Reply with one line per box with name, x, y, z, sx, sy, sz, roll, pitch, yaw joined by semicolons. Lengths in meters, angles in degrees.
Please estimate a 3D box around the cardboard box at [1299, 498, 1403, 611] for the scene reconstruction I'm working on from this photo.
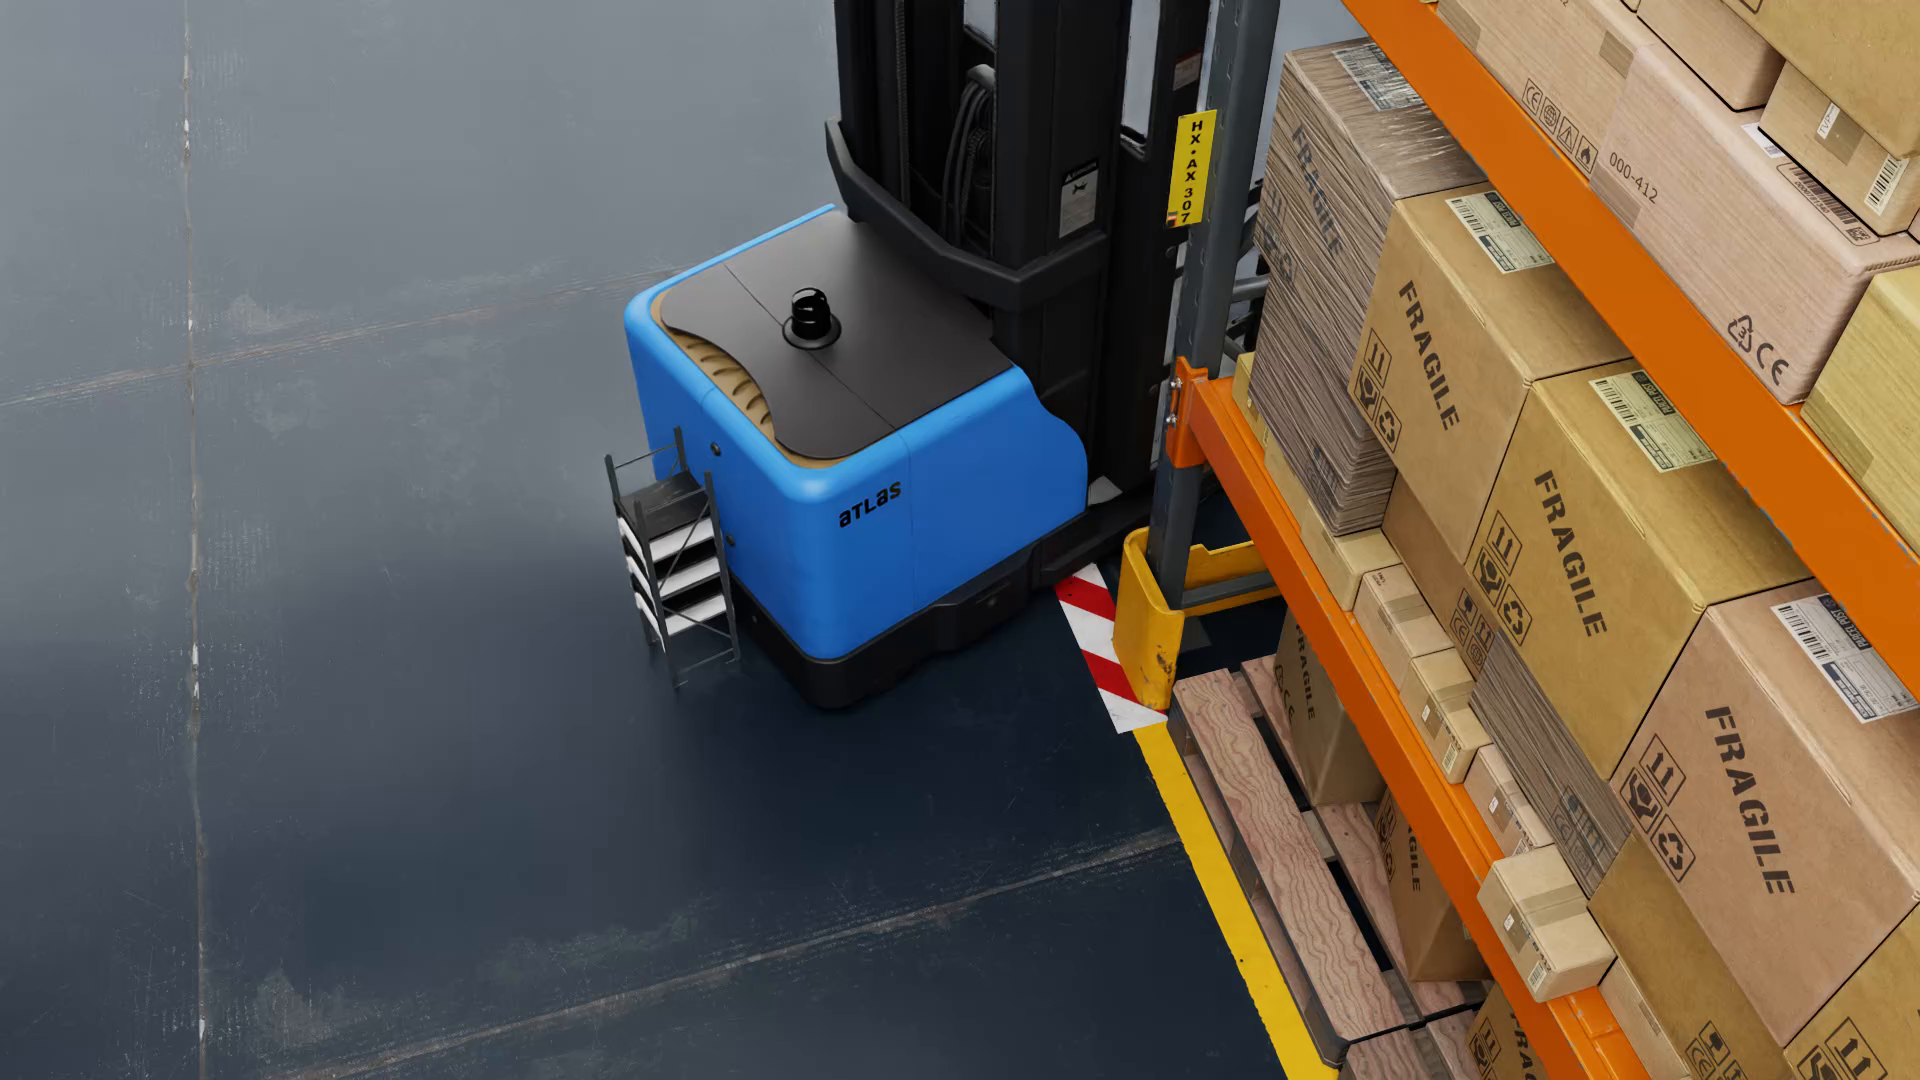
cardboard box;1.043;-0.009;3.960;0.380;0.149;0.250;-13;51;-11

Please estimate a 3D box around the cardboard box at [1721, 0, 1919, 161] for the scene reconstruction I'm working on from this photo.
cardboard box;1.252;-0.836;1.944;0.500;0.500;0.500;-14;51;-11

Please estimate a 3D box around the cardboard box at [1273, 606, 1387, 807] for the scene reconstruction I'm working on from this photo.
cardboard box;1.240;0.405;4.807;0.500;0.500;0.500;-5;50;-4

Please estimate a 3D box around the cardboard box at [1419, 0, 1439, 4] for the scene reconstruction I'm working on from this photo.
cardboard box;0.967;-1.233;2.964;0.500;0.250;0.500;-12;51;-10

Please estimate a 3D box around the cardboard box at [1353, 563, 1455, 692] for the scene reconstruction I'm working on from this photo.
cardboard box;1.136;0.169;3.810;0.380;0.149;0.250;-13;51;-11

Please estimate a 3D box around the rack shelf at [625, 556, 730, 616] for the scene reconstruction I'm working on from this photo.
rack shelf;-0.869;0.094;5.124;0.258;0.077;0.200;-25;54;-20

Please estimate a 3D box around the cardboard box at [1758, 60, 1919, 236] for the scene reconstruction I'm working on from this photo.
cardboard box;1.284;-0.561;2.136;0.380;0.149;0.250;-15;52;-13

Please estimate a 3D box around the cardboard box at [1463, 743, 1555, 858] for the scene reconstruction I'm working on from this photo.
cardboard box;1.304;0.530;3.506;0.380;0.149;0.250;-13;51;-11

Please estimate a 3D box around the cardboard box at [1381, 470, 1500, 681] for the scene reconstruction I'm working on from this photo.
cardboard box;1.470;-0.107;3.618;0.875;0.500;0.500;-13;51;-11

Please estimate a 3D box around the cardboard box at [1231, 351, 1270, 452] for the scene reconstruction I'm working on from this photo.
cardboard box;0.928;-0.382;4.274;0.380;0.149;0.250;-13;51;-11

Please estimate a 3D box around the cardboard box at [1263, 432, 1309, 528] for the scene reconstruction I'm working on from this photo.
cardboard box;0.983;-0.195;4.117;0.380;0.149;0.250;-13;51;-11

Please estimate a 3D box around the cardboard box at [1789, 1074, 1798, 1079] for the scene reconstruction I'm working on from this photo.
cardboard box;1.822;1.010;2.676;0.875;0.500;0.500;-13;51;-11

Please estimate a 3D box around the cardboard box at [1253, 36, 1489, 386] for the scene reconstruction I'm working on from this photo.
cardboard box;0.973;-0.712;3.474;0.500;0.500;0.500;-13;51;-11

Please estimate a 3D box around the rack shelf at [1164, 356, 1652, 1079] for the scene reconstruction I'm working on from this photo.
rack shelf;1.662;0.968;3.443;1.077;0.370;4.000;-13;51;-11

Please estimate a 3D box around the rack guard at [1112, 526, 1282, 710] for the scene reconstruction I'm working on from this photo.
rack guard;1.093;0.136;5.308;1.175;0.500;0.348;-13;51;-11

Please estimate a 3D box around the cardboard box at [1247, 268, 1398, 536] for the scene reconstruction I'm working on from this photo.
cardboard box;1.207;-0.445;3.903;0.875;0.500;0.500;-13;51;-11

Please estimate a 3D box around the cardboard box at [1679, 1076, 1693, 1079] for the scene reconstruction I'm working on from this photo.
cardboard box;1.480;1.088;3.035;0.380;0.149;0.250;-13;51;-11

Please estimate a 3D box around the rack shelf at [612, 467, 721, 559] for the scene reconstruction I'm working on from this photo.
rack shelf;-0.868;-0.081;4.919;0.258;0.077;0.200;-25;54;-20

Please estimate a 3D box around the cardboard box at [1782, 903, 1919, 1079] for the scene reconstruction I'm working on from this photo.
cardboard box;1.562;0.749;2.242;0.500;0.500;0.500;-13;51;-11

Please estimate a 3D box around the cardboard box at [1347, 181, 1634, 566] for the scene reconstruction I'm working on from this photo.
cardboard box;1.114;-0.345;3.165;0.500;0.500;0.500;-13;51;-11

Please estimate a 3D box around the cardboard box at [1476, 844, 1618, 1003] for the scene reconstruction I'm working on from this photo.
cardboard box;1.278;0.736;3.332;0.380;0.149;0.250;-13;51;-11

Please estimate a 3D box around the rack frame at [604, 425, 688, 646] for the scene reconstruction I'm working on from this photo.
rack frame;-0.922;0.006;5.155;0.240;0.900;0.006;-25;54;-20

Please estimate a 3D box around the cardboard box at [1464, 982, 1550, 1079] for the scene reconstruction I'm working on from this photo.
cardboard box;1.616;1.296;4.056;0.500;0.500;0.500;-9;50;-8

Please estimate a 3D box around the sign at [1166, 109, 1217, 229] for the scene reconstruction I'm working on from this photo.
sign;0.553;-0.881;3.965;0.100;0.325;0.005;-13;51;-11

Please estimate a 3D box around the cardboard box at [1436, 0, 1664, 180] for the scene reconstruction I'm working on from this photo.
cardboard box;1.125;-0.858;2.647;0.500;0.250;0.500;-14;51;-12

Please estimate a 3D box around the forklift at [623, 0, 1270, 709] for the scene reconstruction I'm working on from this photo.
forklift;0.454;-1.362;4.981;3.031;2.935;1.130;-31;56;-23

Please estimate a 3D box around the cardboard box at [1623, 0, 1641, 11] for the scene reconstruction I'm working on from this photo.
cardboard box;1.121;-0.936;2.452;0.380;0.149;0.250;-11;51;-10

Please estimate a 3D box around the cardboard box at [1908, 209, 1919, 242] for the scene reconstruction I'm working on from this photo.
cardboard box;1.402;-0.389;1.992;0.380;0.149;0.250;-14;51;-11

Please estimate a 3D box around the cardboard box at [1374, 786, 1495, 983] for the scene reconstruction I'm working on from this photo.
cardboard box;1.449;0.834;4.445;0.500;0.500;0.500;-2;50;-1

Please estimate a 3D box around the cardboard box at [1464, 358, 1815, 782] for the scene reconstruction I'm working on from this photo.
cardboard box;1.264;0.020;2.858;0.500;0.500;0.500;-13;51;-11

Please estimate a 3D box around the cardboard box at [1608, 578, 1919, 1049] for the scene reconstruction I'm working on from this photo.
cardboard box;1.417;0.384;2.551;0.500;0.500;0.500;-13;51;-11

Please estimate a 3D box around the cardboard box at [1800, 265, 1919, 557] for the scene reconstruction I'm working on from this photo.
cardboard box;1.426;-0.116;2.022;0.500;0.250;0.500;-12;51;-10

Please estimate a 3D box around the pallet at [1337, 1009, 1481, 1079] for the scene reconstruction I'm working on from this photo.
pallet;1.657;1.720;4.162;1.003;0.211;1.213;-13;51;-11

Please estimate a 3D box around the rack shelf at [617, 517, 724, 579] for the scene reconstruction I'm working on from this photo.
rack shelf;-0.868;-0.023;4.987;0.258;0.077;0.200;-25;54;-20

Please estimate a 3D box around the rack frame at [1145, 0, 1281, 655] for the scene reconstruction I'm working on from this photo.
rack frame;1.071;-0.725;4.399;1.000;3.000;0.127;-13;51;-11

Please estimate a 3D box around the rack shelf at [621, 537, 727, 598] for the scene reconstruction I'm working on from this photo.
rack shelf;-0.869;0.036;5.056;0.258;0.077;0.200;-25;54;-20

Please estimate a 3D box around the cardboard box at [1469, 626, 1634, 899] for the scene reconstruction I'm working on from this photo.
cardboard box;1.576;0.268;3.302;0.875;0.500;0.500;-13;51;-11

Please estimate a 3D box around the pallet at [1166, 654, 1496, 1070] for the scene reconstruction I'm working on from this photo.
pallet;1.300;0.831;4.912;1.003;0.211;1.213;-13;51;-11

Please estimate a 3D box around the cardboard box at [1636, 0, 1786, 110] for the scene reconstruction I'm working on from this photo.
cardboard box;1.189;-0.757;2.302;0.380;0.149;0.250;-13;51;-11

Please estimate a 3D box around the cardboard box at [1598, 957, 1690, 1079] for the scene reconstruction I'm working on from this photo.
cardboard box;1.479;0.888;3.204;0.380;0.149;0.250;-13;51;-11

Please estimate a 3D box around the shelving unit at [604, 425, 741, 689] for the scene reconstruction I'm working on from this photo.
shelving unit;-0.869;0.072;5.099;0.258;0.900;0.210;-25;54;-20

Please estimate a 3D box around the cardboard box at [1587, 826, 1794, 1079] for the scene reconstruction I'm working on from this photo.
cardboard box;1.713;0.636;2.992;0.875;0.500;0.500;-13;51;-11

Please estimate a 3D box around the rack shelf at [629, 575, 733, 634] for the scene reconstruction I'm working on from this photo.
rack shelf;-0.870;0.152;5.193;0.258;0.077;0.200;-25;54;-20

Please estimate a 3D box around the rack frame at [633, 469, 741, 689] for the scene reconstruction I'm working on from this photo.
rack frame;-0.816;0.139;5.043;0.240;0.900;0.006;-25;54;-20

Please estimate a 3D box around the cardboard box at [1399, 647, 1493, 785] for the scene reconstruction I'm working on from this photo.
cardboard box;1.204;0.353;3.655;0.380;0.149;0.250;-13;51;-11

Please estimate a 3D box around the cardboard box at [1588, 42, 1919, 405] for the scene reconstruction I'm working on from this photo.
cardboard box;1.268;-0.495;2.342;0.500;0.250;0.500;-13;51;-11

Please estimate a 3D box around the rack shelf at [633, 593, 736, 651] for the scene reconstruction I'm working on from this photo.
rack shelf;-0.870;0.211;5.261;0.258;0.077;0.200;-25;54;-20
